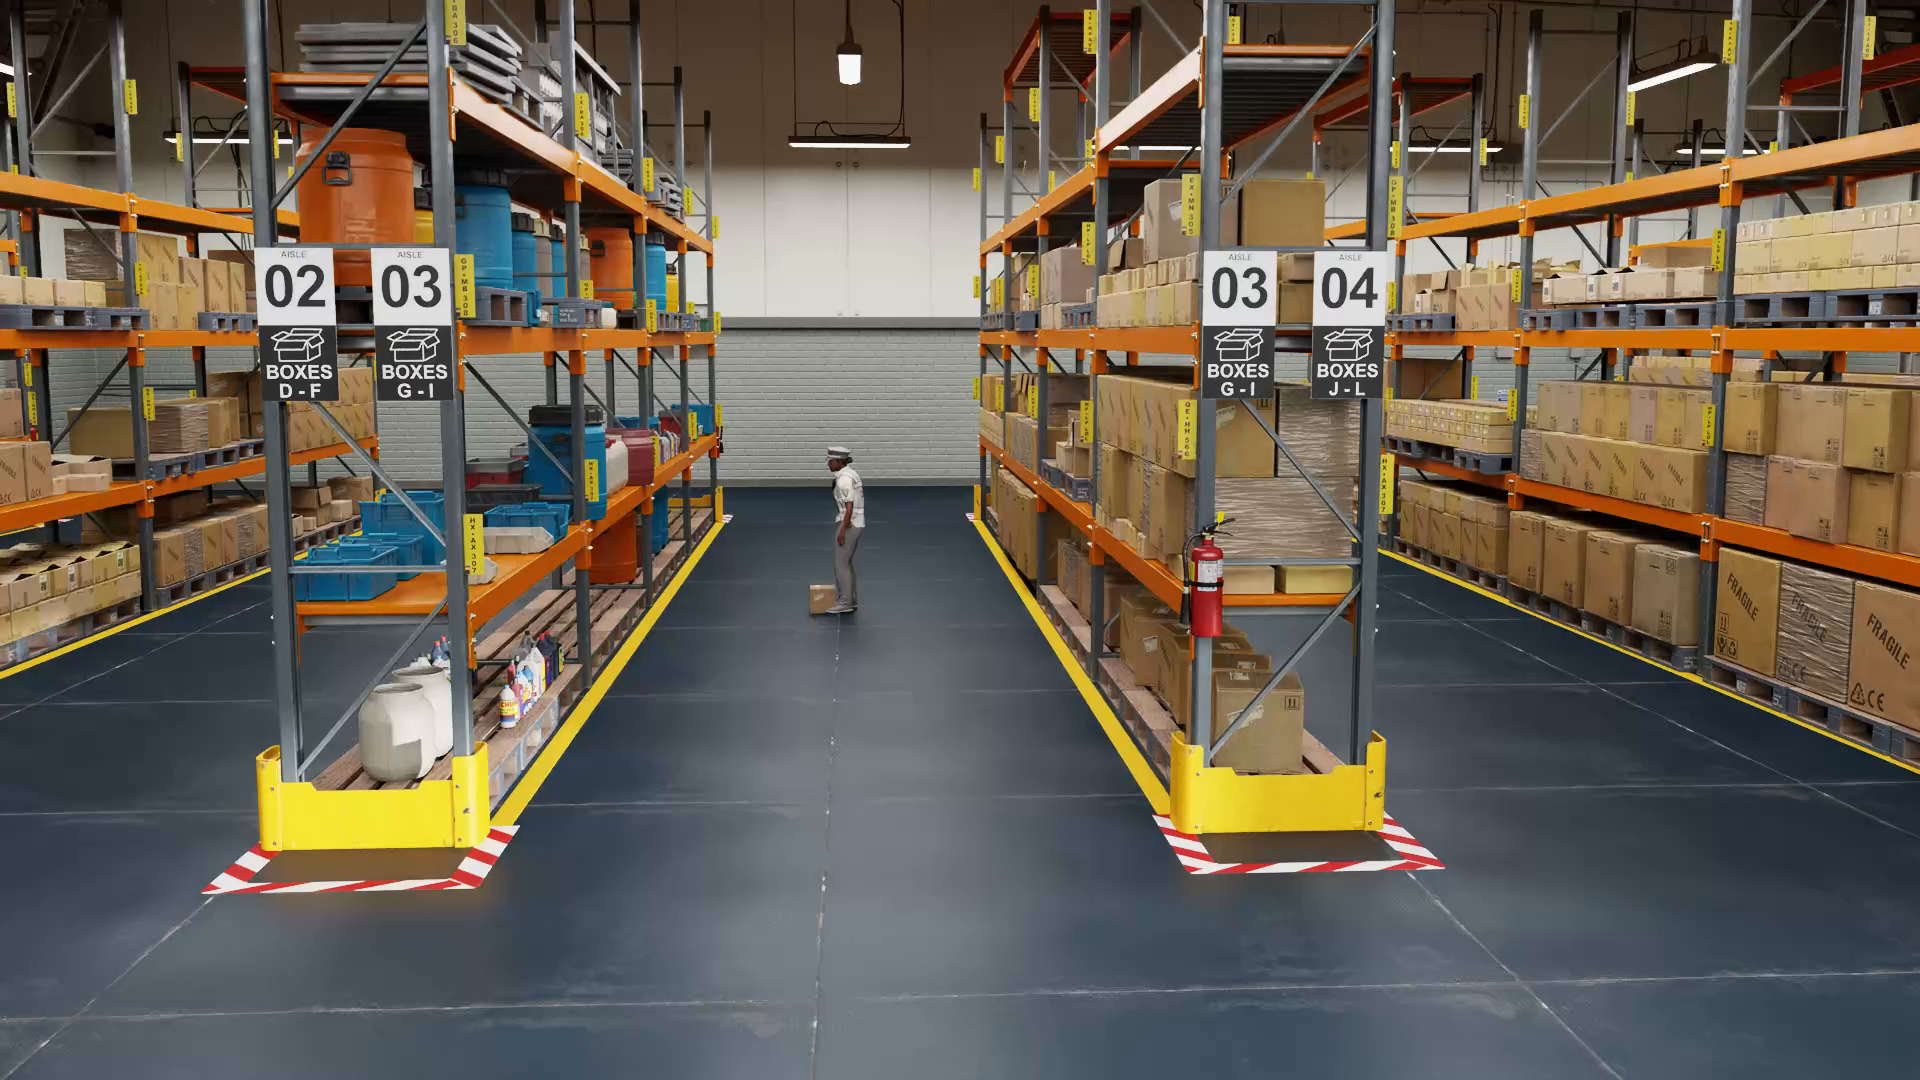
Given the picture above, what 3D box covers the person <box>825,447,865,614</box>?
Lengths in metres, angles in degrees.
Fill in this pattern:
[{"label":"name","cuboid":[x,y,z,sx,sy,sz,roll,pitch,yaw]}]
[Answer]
[{"label":"person","cuboid":[-1.157,-0.108,16.639,0.416,1.659,0.505,0,7,-3]}]
